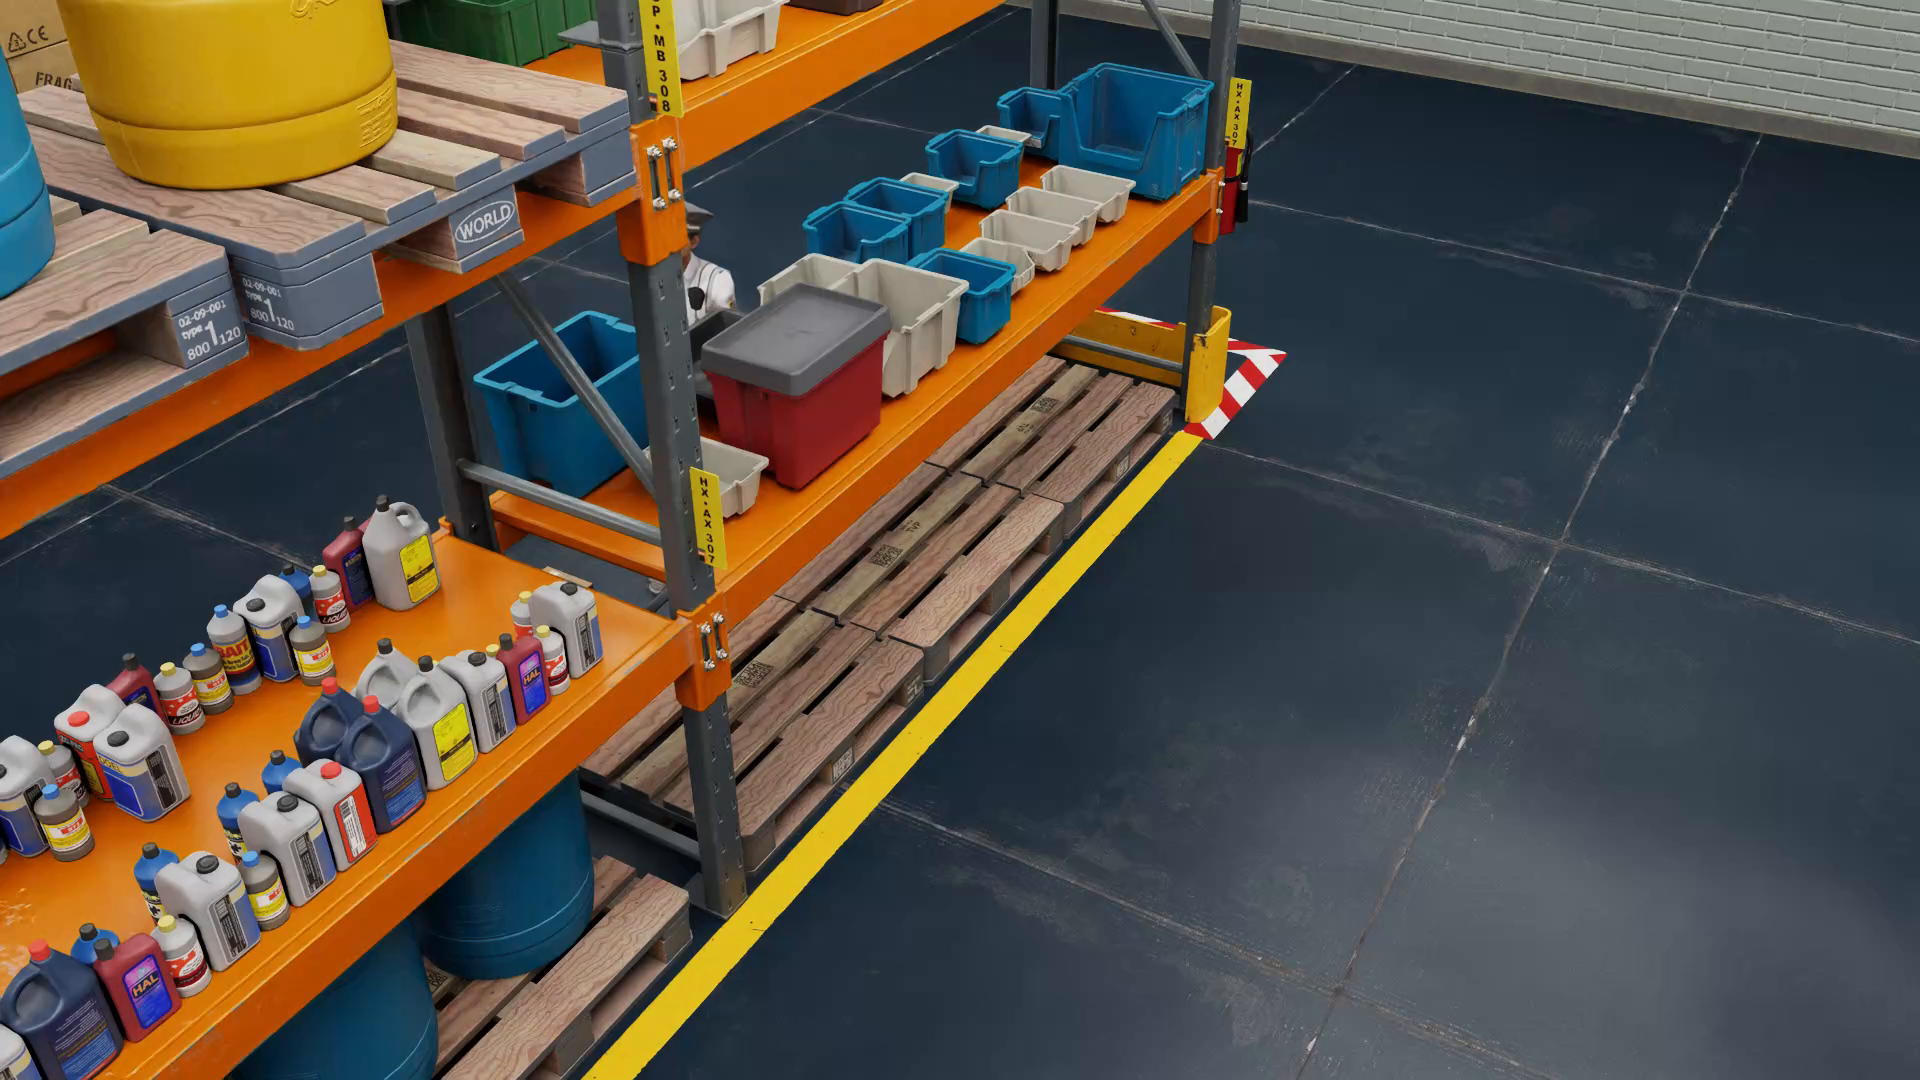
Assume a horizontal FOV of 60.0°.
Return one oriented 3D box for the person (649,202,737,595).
[{"bbox_3d":[-1.133,-0.678,7.103,0.481,1.649,0.929,5,35,8],"label":"person"}]
